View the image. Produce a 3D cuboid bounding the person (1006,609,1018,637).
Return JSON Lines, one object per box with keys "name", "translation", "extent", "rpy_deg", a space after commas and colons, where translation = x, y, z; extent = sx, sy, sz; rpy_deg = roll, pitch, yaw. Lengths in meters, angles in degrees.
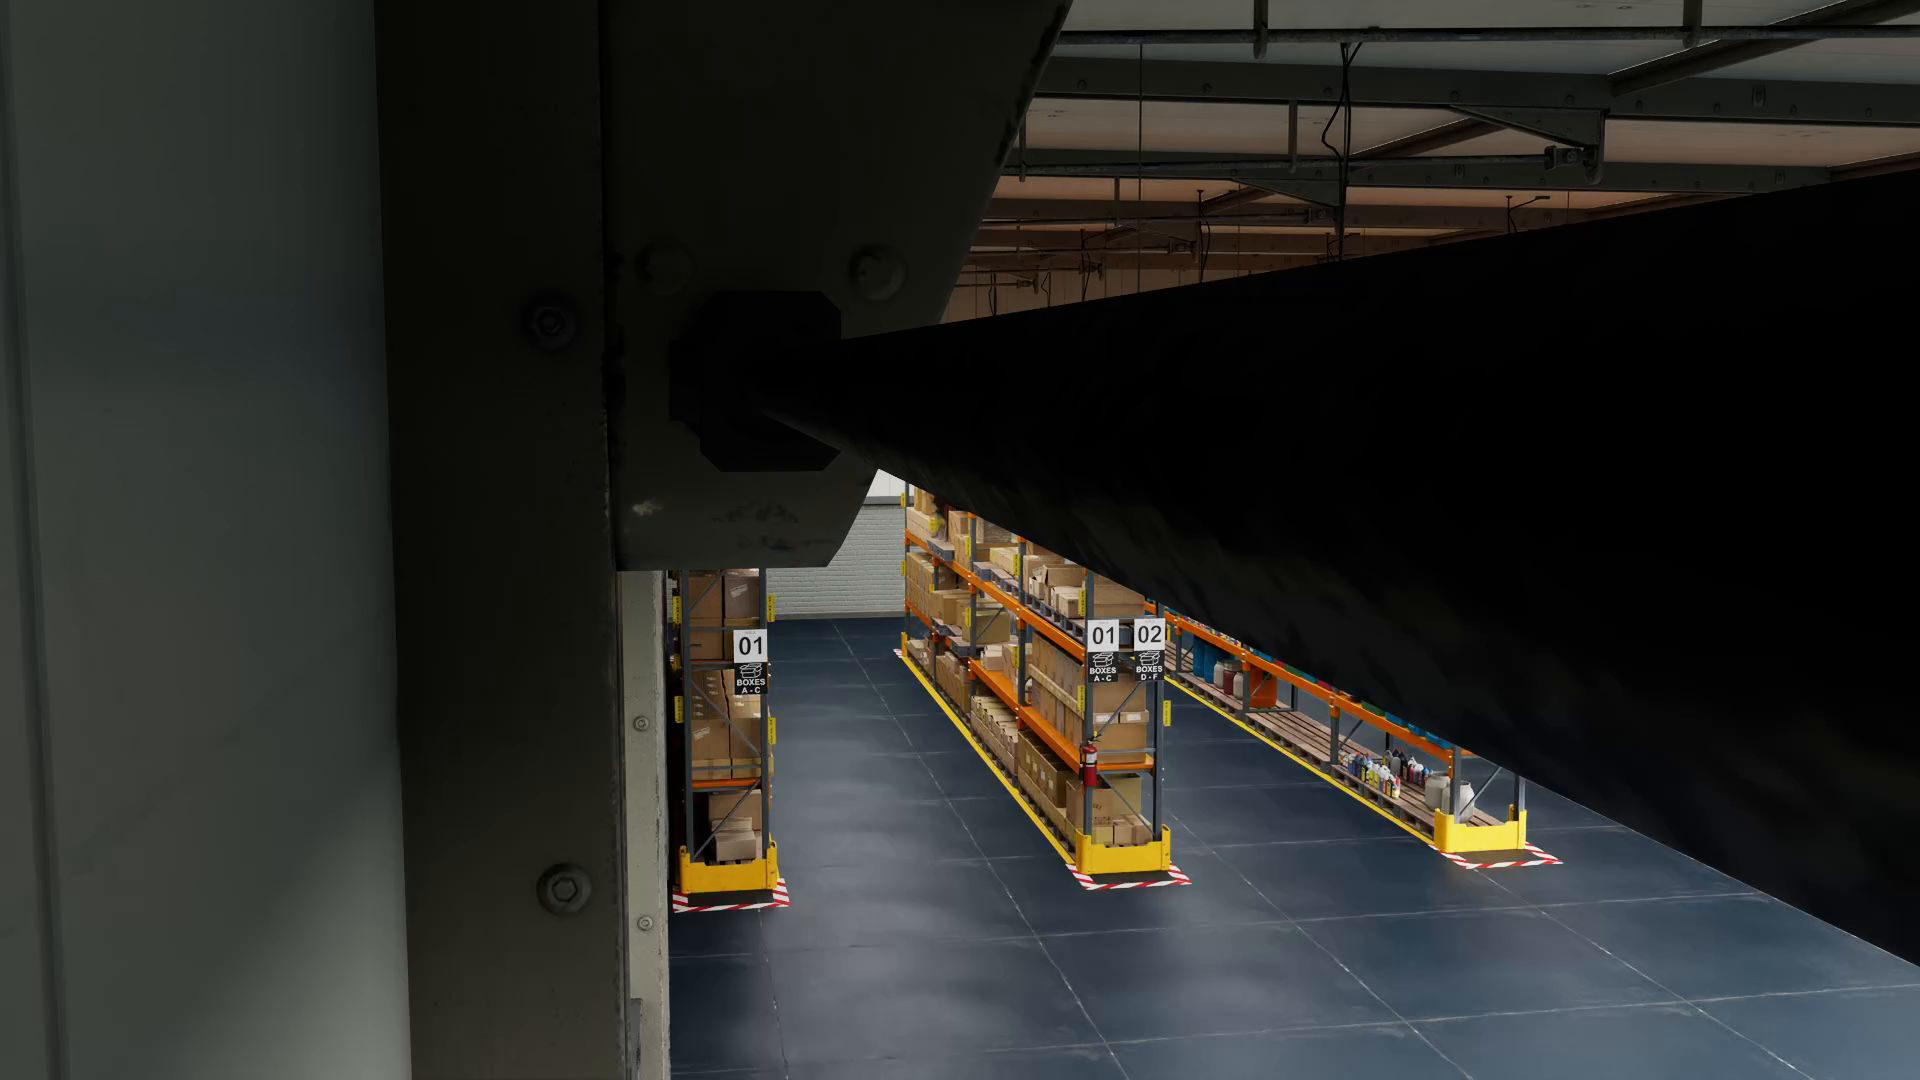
{"name": "person", "translation": [1.233, 1.598, 36.120], "extent": [0.615, 1.525, 0.655], "rpy_deg": [-3, 7, -26]}
